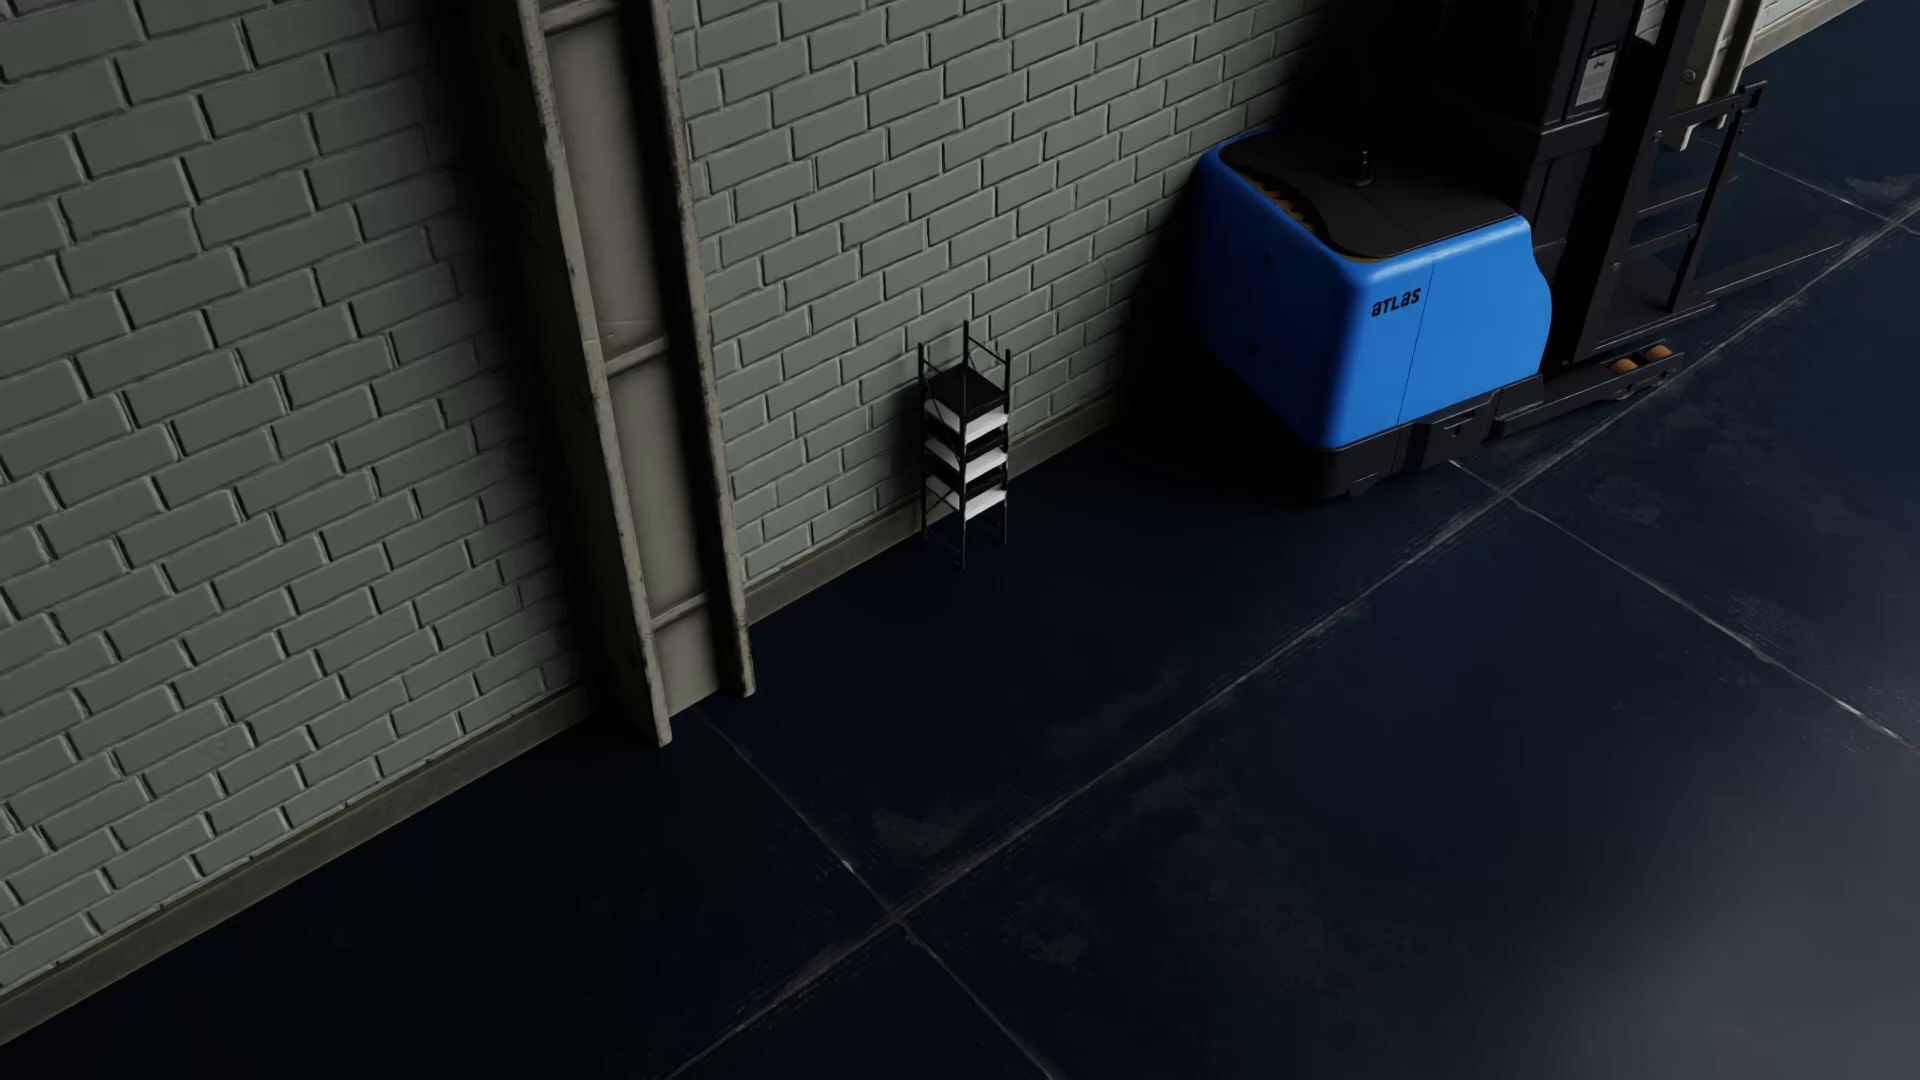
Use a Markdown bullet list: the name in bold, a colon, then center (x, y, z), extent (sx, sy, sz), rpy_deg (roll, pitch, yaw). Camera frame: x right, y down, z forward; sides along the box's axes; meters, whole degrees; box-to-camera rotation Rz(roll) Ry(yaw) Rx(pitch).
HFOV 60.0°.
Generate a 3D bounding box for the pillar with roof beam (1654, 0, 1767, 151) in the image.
- **pillar with roof beam**: center (6.418, -3.132, 3.012), extent (0.400, 9.000, 9.100), rpy_deg (-30, 51, -28)

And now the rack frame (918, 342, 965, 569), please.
- **rack frame**: center (-0.063, -0.282, 5.892), extent (0.006, 0.900, 0.240), rpy_deg (-30, 51, -28)

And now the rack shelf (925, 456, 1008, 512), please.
- **rack shelf**: center (0.014, -0.237, 6.025), extent (0.200, 0.077, 0.258), rpy_deg (-30, 51, -28)

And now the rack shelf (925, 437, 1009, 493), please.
- **rack shelf**: center (0.014, -0.303, 5.963), extent (0.200, 0.077, 0.258), rpy_deg (-30, 51, -28)

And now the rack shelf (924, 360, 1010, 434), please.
- **rack shelf**: center (0.014, -0.499, 5.778), extent (0.200, 0.077, 0.258), rpy_deg (-30, 51, -28)

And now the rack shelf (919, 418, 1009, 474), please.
- **rack shelf**: center (0.014, -0.368, 5.901), extent (0.200, 0.077, 0.258), rpy_deg (-30, 51, -28)

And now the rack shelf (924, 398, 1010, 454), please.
- **rack shelf**: center (0.014, -0.434, 5.840), extent (0.200, 0.077, 0.258), rpy_deg (-30, 51, -28)

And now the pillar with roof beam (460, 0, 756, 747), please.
- **pillar with roof beam**: center (1.816, -0.497, 0.206), extent (0.400, 9.000, 9.100), rpy_deg (-30, 51, -28)

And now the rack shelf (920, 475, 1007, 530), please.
- **rack shelf**: center (0.014, -0.172, 6.087), extent (0.200, 0.077, 0.258), rpy_deg (-30, 51, -28)

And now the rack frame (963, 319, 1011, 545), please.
- **rack frame**: center (0.091, -0.372, 5.988), extent (0.006, 0.900, 0.240), rpy_deg (-30, 51, -28)

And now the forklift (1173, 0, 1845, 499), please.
- **forklift**: center (2.413, -1.947, 6.182), extent (3.031, 2.935, 1.130), rpy_deg (-20, 47, -20)

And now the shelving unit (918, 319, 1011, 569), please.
- **shelving unit**: center (0.014, -0.327, 5.940), extent (0.210, 0.900, 0.258), rpy_deg (-30, 51, -28)
